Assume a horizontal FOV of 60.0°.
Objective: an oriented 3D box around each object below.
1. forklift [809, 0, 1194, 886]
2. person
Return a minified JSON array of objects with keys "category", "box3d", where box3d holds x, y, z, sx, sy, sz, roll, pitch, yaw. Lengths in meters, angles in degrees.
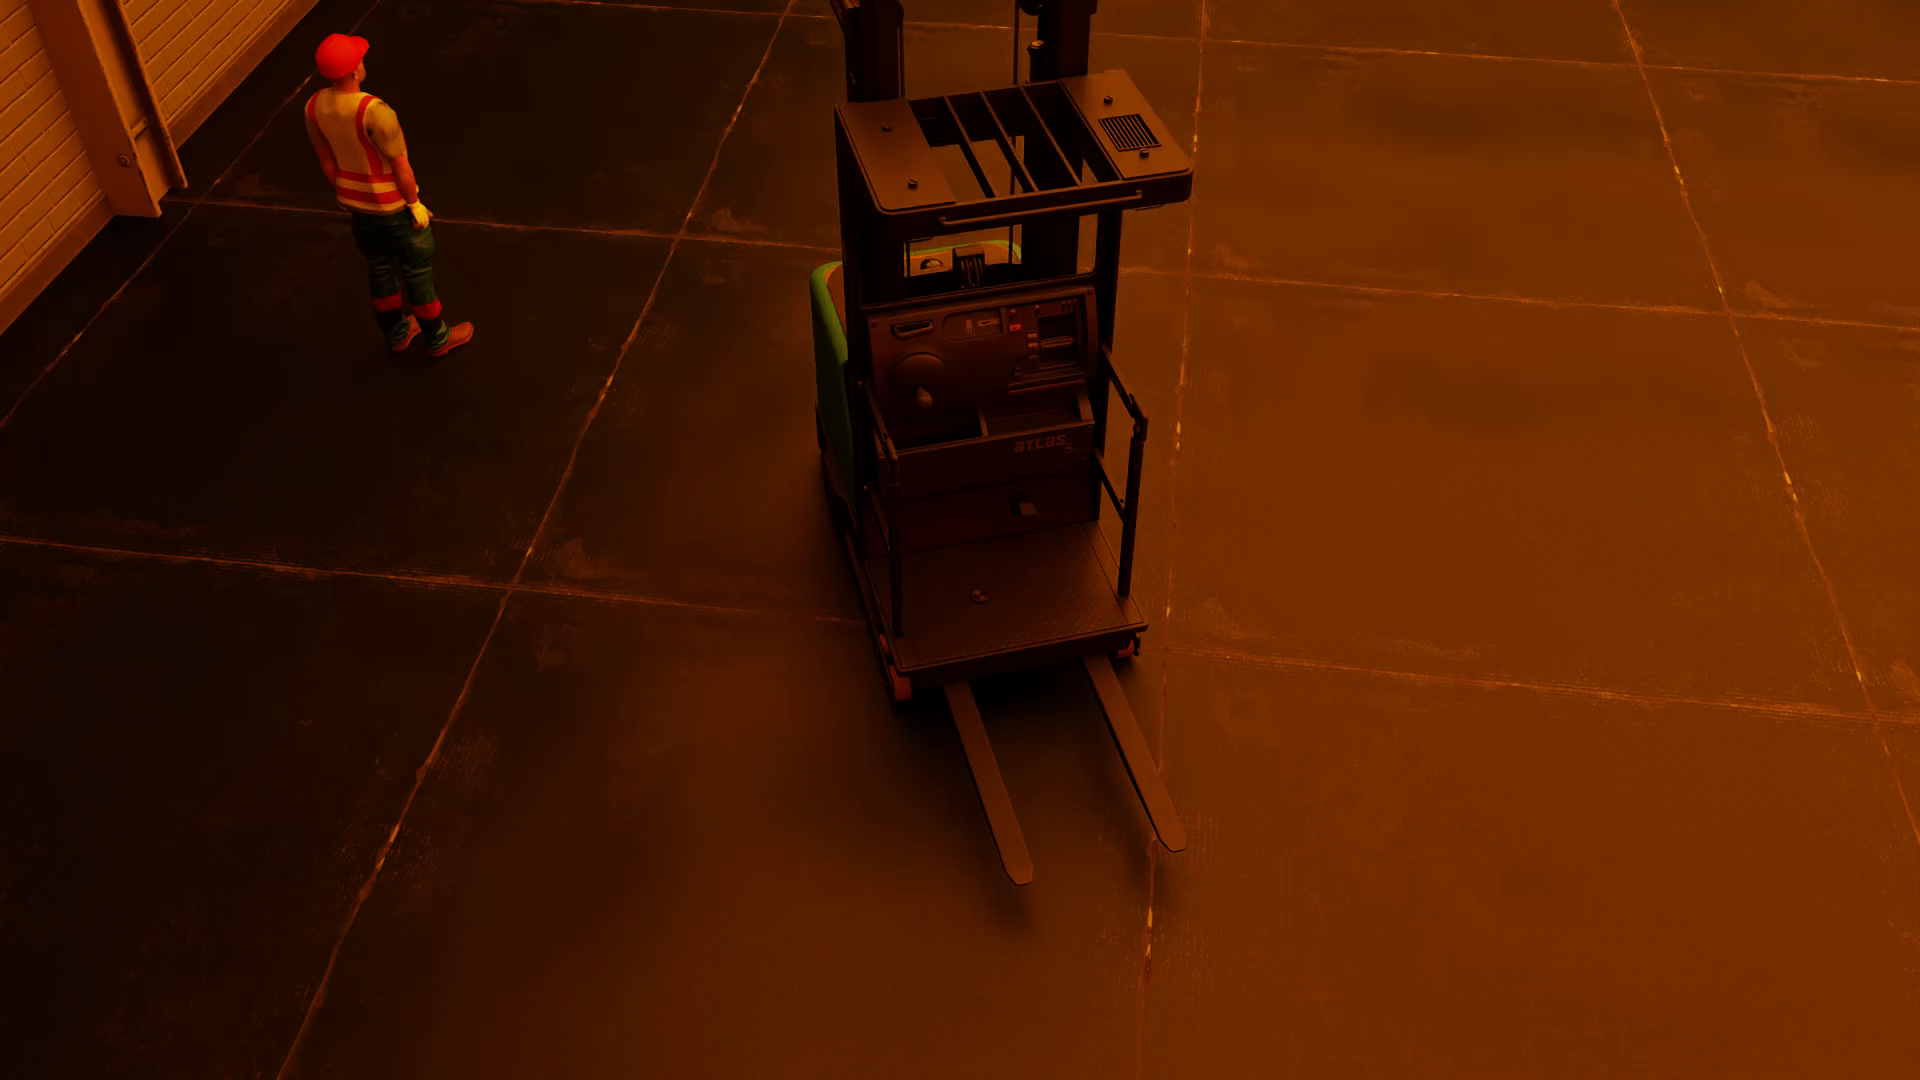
[{"category":"forklift","box3d":[0.153,-0.681,6.465,1.130,2.935,3.031,-10,44,-11]},{"category":"person","box3d":[-2.937,-1.740,8.463,0.525,1.795,0.368,13,44,14]}]
